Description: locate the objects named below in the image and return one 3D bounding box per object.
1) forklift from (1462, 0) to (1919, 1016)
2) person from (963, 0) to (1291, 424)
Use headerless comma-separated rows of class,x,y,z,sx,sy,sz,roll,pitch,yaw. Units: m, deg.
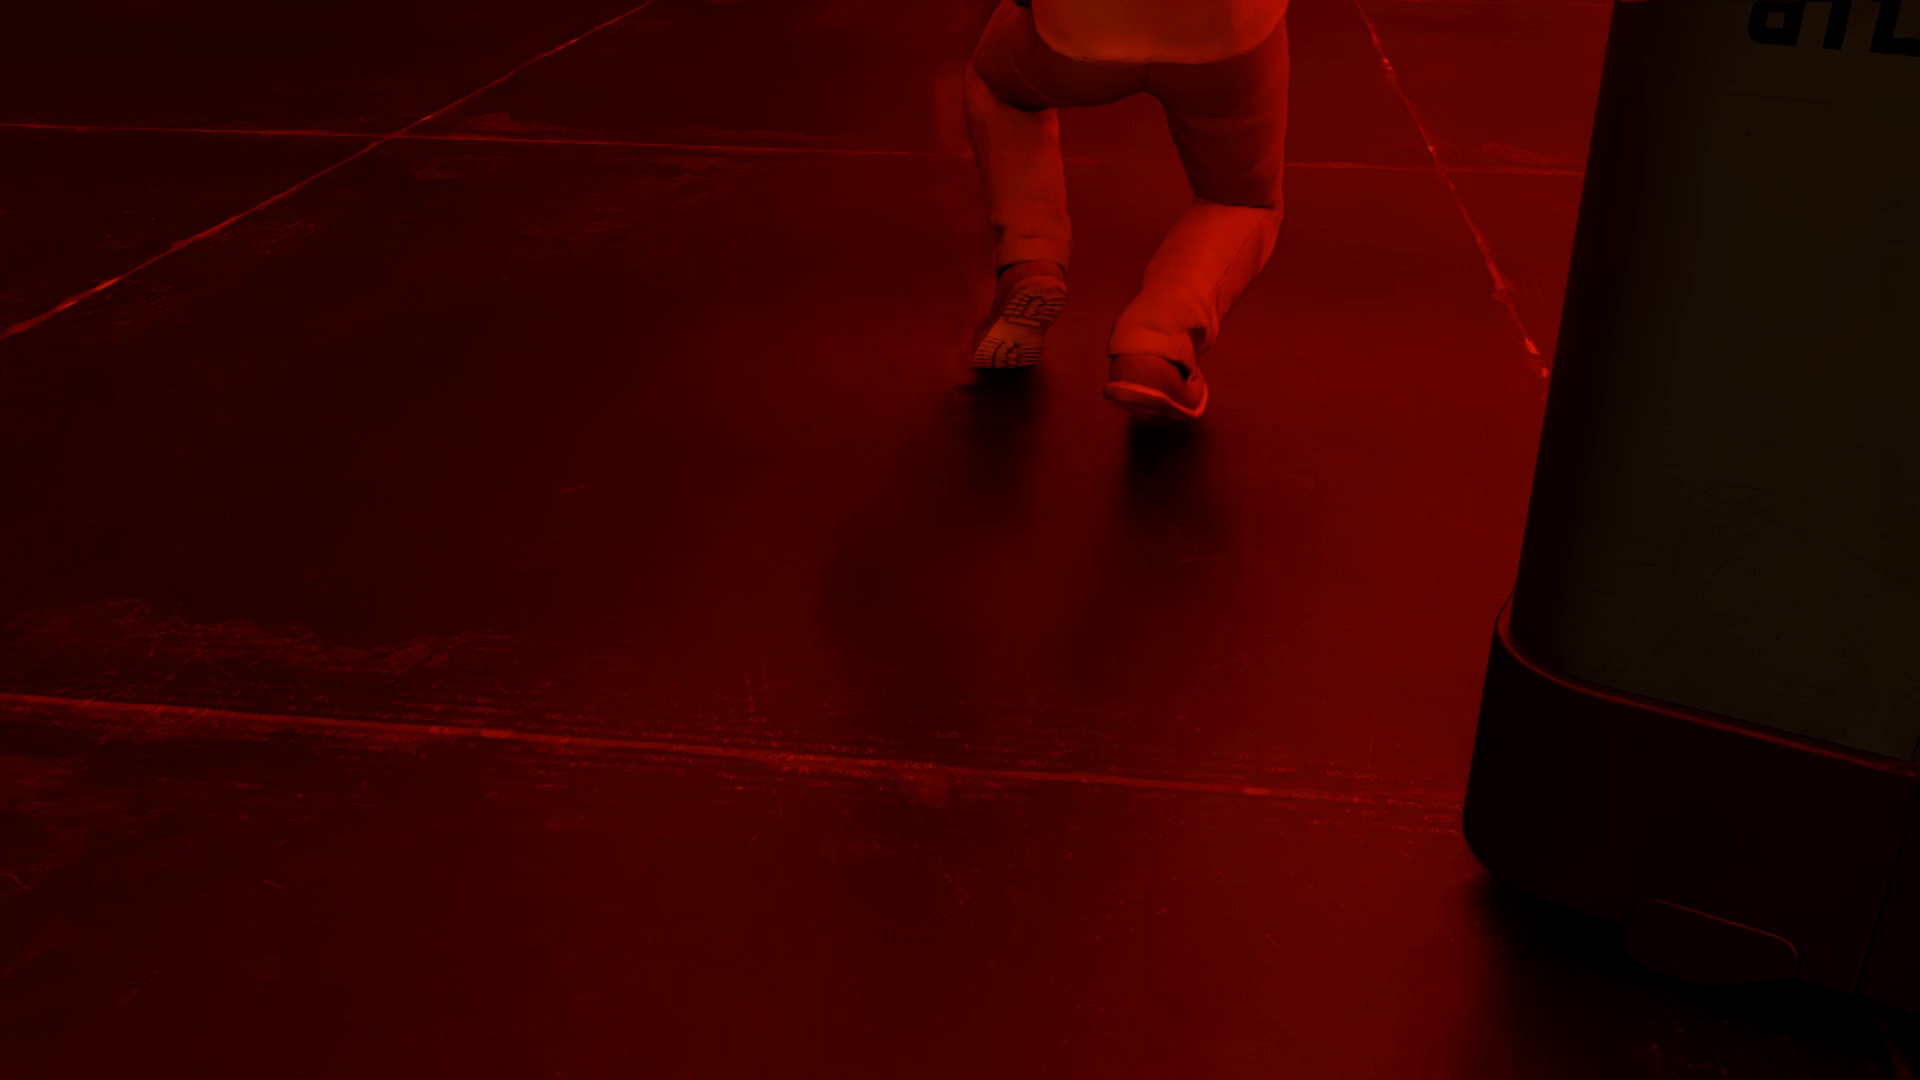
forklift,2.057,-0.783,0.786,3.031,2.935,1.130,14,30,27
person,0.079,-0.979,2.673,1.097,1.679,0.865,4,27,8
